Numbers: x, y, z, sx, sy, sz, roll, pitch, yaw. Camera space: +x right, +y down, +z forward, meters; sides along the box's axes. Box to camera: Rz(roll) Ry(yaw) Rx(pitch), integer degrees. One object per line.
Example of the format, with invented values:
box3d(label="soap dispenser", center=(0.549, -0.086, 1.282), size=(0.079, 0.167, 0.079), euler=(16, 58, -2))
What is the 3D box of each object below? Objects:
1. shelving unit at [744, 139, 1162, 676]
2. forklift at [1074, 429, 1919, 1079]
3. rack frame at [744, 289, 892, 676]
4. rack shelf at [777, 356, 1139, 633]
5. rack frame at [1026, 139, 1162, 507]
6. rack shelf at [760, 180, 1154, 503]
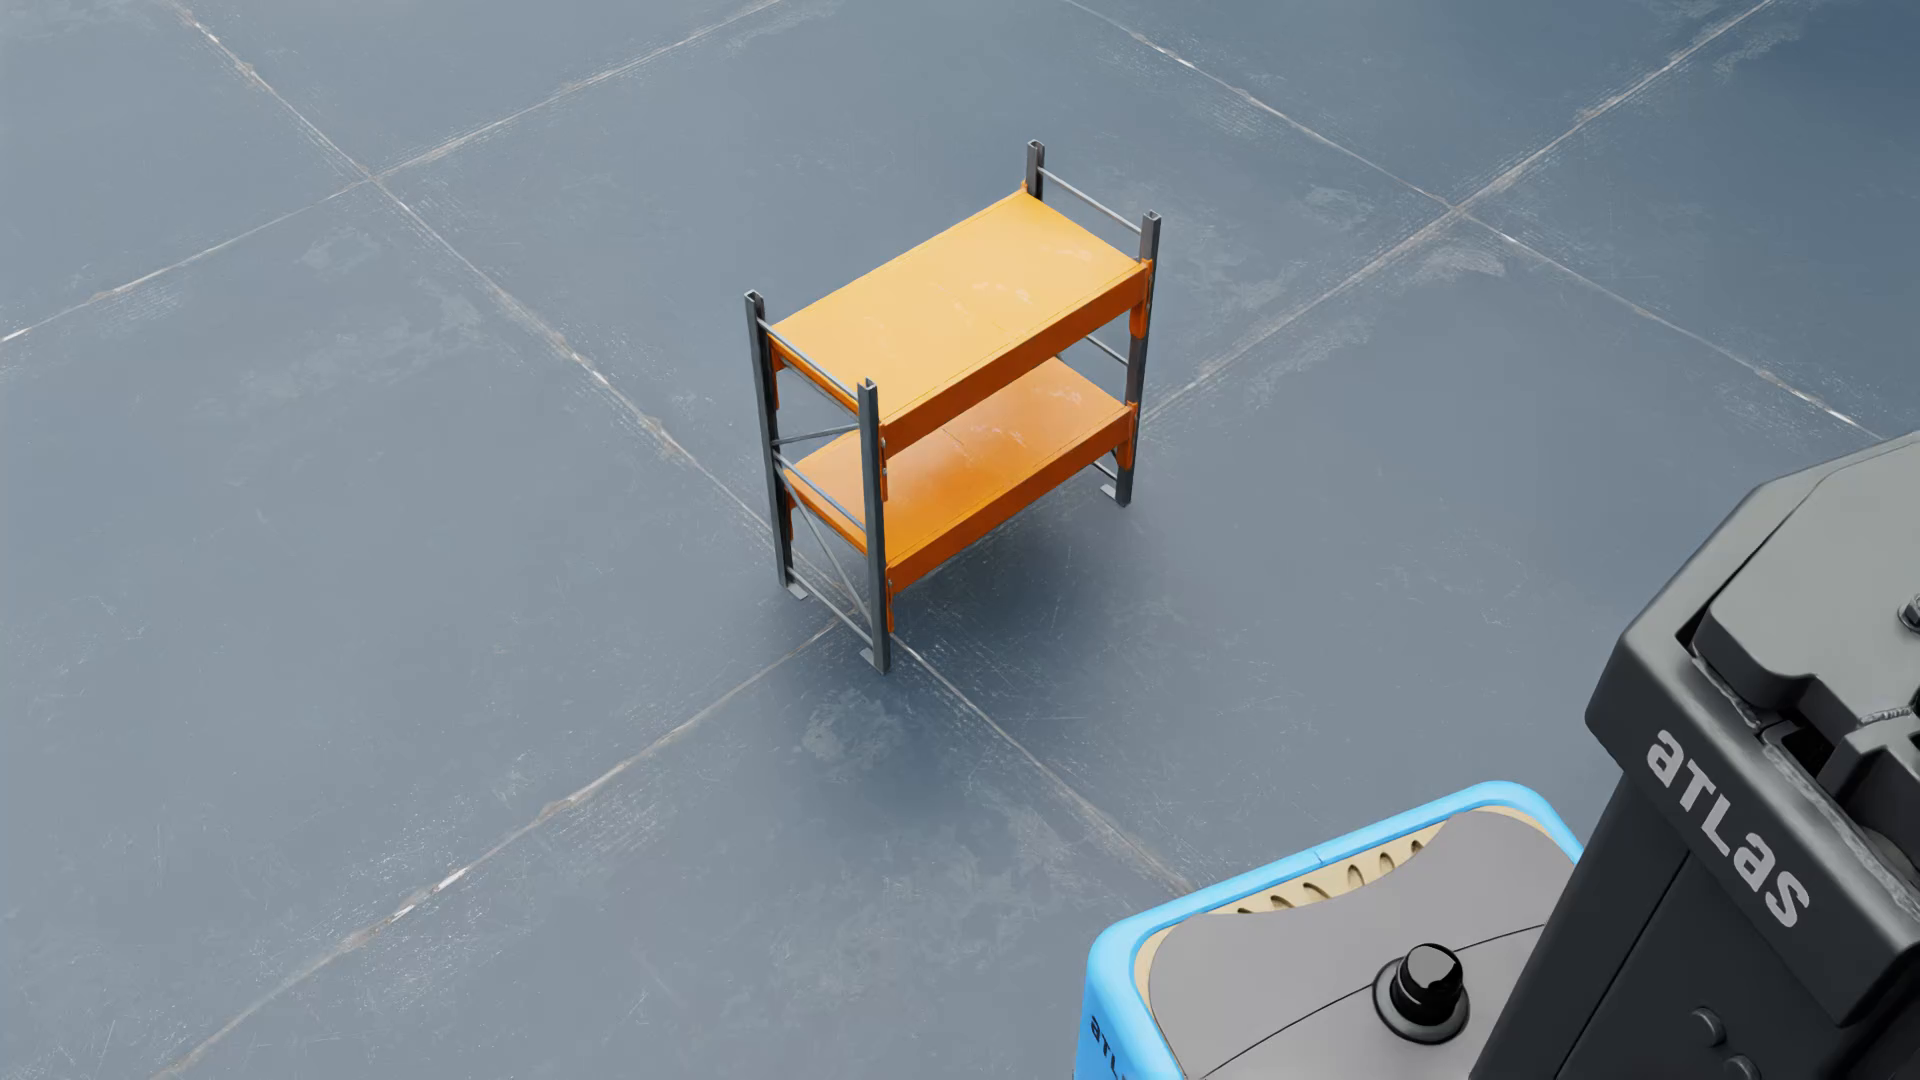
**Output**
box3d(label="shelving unit", center=(-0.005, -0.378, 4.833), size=(1.048, 1.125, 0.538), euler=(-34, 56, -27))
box3d(label="forklift", center=(1.257, 1.339, 2.020), size=(1.130, 2.935, 3.031), euler=(-17, 50, -15))
box3d(label="rack frame", center=(-0.381, -0.127, 4.602), size=(0.032, 1.125, 0.500), euler=(-34, 56, -27))
box3d(label="rack shelf", center=(-0.005, -0.212, 5.013), size=(1.000, 0.278, 0.538), euler=(-34, 56, -27))
box3d(label="rack frame", center=(0.371, -0.629, 5.065), size=(0.032, 1.125, 0.500), euler=(-34, 56, -27))
box3d(label="rack shelf", center=(-0.005, -0.577, 4.618), size=(1.000, 0.278, 0.538), euler=(-34, 56, -27))
